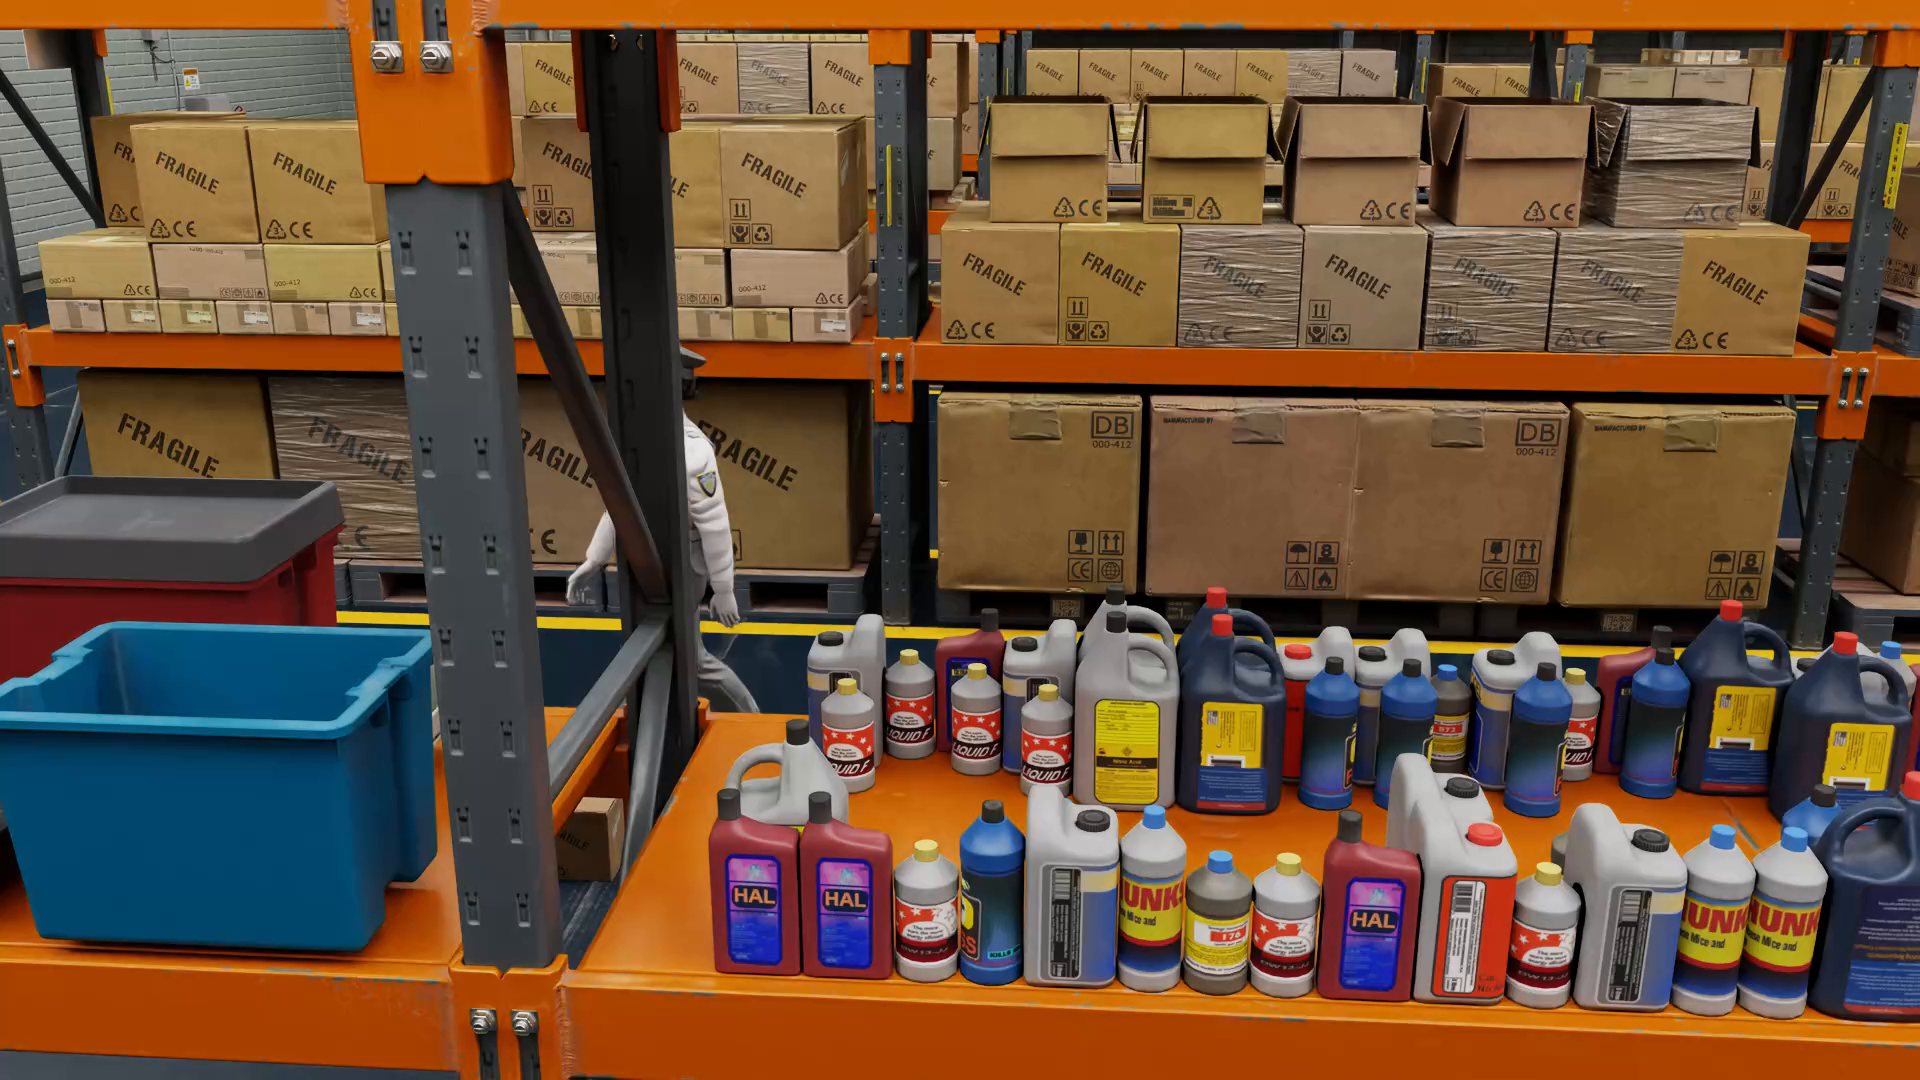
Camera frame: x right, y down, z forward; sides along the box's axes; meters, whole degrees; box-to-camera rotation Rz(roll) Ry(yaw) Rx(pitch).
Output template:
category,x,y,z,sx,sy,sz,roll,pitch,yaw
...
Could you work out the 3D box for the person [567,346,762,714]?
category,x,y,z,sx,sy,sz,roll,pitch,yaw
person,-1.077,0.118,5.653,0.985,1.625,0.499,-10,20,-29
